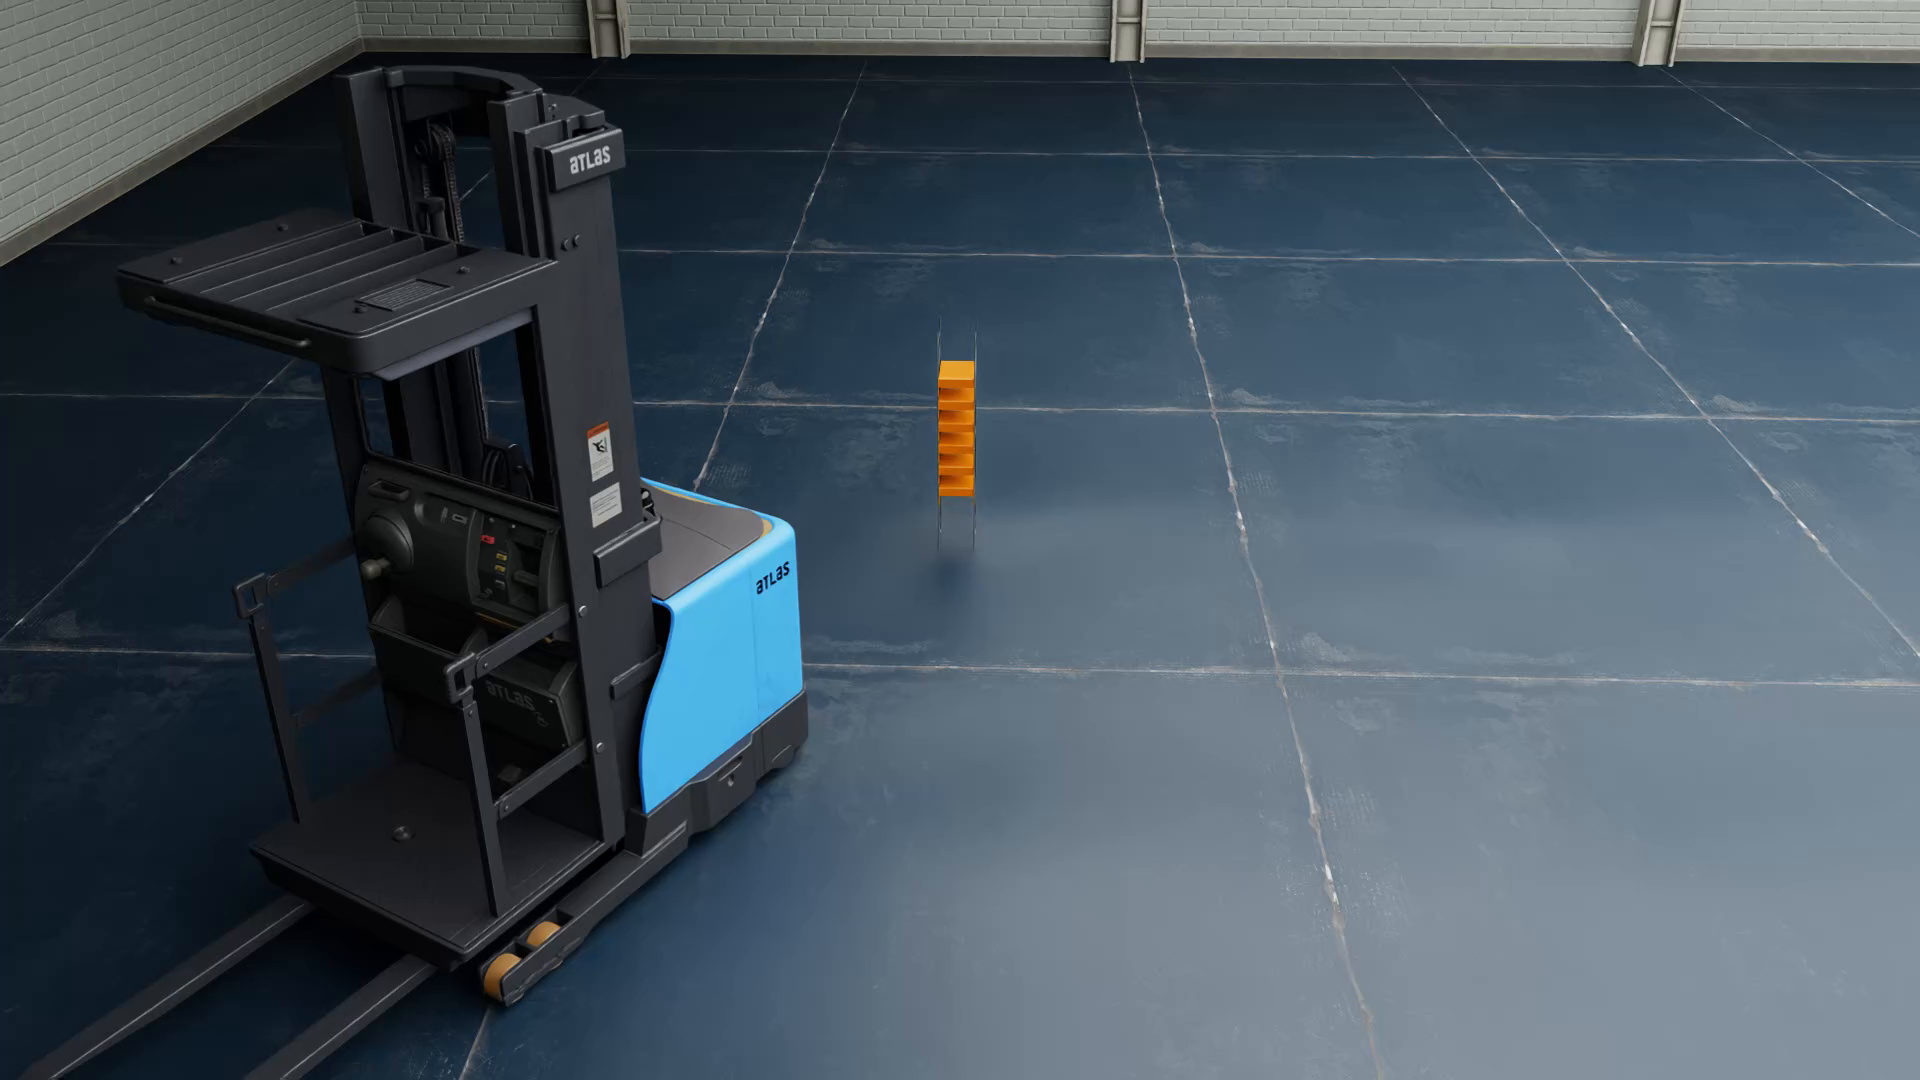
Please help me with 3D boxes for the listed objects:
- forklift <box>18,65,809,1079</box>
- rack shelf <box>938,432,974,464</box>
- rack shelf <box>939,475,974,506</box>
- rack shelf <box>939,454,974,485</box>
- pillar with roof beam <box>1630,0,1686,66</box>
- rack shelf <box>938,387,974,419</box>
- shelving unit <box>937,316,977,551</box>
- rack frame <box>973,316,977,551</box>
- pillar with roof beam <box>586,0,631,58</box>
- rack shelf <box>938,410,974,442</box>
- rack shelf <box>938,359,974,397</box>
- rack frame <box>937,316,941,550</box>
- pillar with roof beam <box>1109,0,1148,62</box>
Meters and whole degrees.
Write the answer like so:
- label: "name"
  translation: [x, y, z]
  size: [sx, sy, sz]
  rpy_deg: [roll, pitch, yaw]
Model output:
- label: "forklift"
  translation: [-1.836, 0.053, 5.521]
  size: [1.130, 2.935, 3.031]
  rpy_deg: [16, 32, 27]
- label: "rack shelf"
  translation: [-0.014, -0.491, 8.490]
  size: [0.180, 0.103, 0.258]
  rpy_deg: [1, 28, 2]
- label: "rack shelf"
  translation: [-0.014, -0.279, 8.603]
  size: [0.180, 0.103, 0.258]
  rpy_deg: [1, 28, 2]
- label: "rack shelf"
  translation: [-0.014, -0.385, 8.546]
  size: [0.180, 0.103, 0.258]
  rpy_deg: [1, 28, 2]
- label: "pillar with roof beam"
  translation: [7.769, -7.423, 13.145]
  size: [0.400, 9.000, 9.100]
  rpy_deg: [1, 28, 2]
- label: "rack shelf"
  translation: [-0.014, -0.703, 8.378]
  size: [0.180, 0.103, 0.258]
  rpy_deg: [1, 28, 2]
- label: "shelving unit"
  translation: [-0.014, -0.530, 8.469]
  size: [0.189, 1.200, 0.258]
  rpy_deg: [1, 28, 2]
- label: "rack frame"
  translation: [0.077, -0.529, 8.467]
  size: [0.006, 1.200, 0.240]
  rpy_deg: [1, 28, 2]
- label: "pillar with roof beam"
  translation: [-4.223, -7.621, 13.519]
  size: [0.400, 9.000, 9.100]
  rpy_deg: [1, 28, 2]
- label: "rack shelf"
  translation: [-0.014, -0.597, 8.434]
  size: [0.180, 0.103, 0.258]
  rpy_deg: [1, 28, 2]
- label: "rack shelf"
  translation: [-0.014, -0.809, 8.322]
  size: [0.180, 0.103, 0.258]
  rpy_deg: [1, 28, 2]
- label: "rack frame"
  translation: [-0.106, -0.532, 8.472]
  size: [0.006, 1.200, 0.240]
  rpy_deg: [1, 28, 2]
- label: "pillar with roof beam"
  translation: [1.773, -7.522, 13.332]
  size: [0.400, 9.000, 9.100]
  rpy_deg: [1, 28, 2]
